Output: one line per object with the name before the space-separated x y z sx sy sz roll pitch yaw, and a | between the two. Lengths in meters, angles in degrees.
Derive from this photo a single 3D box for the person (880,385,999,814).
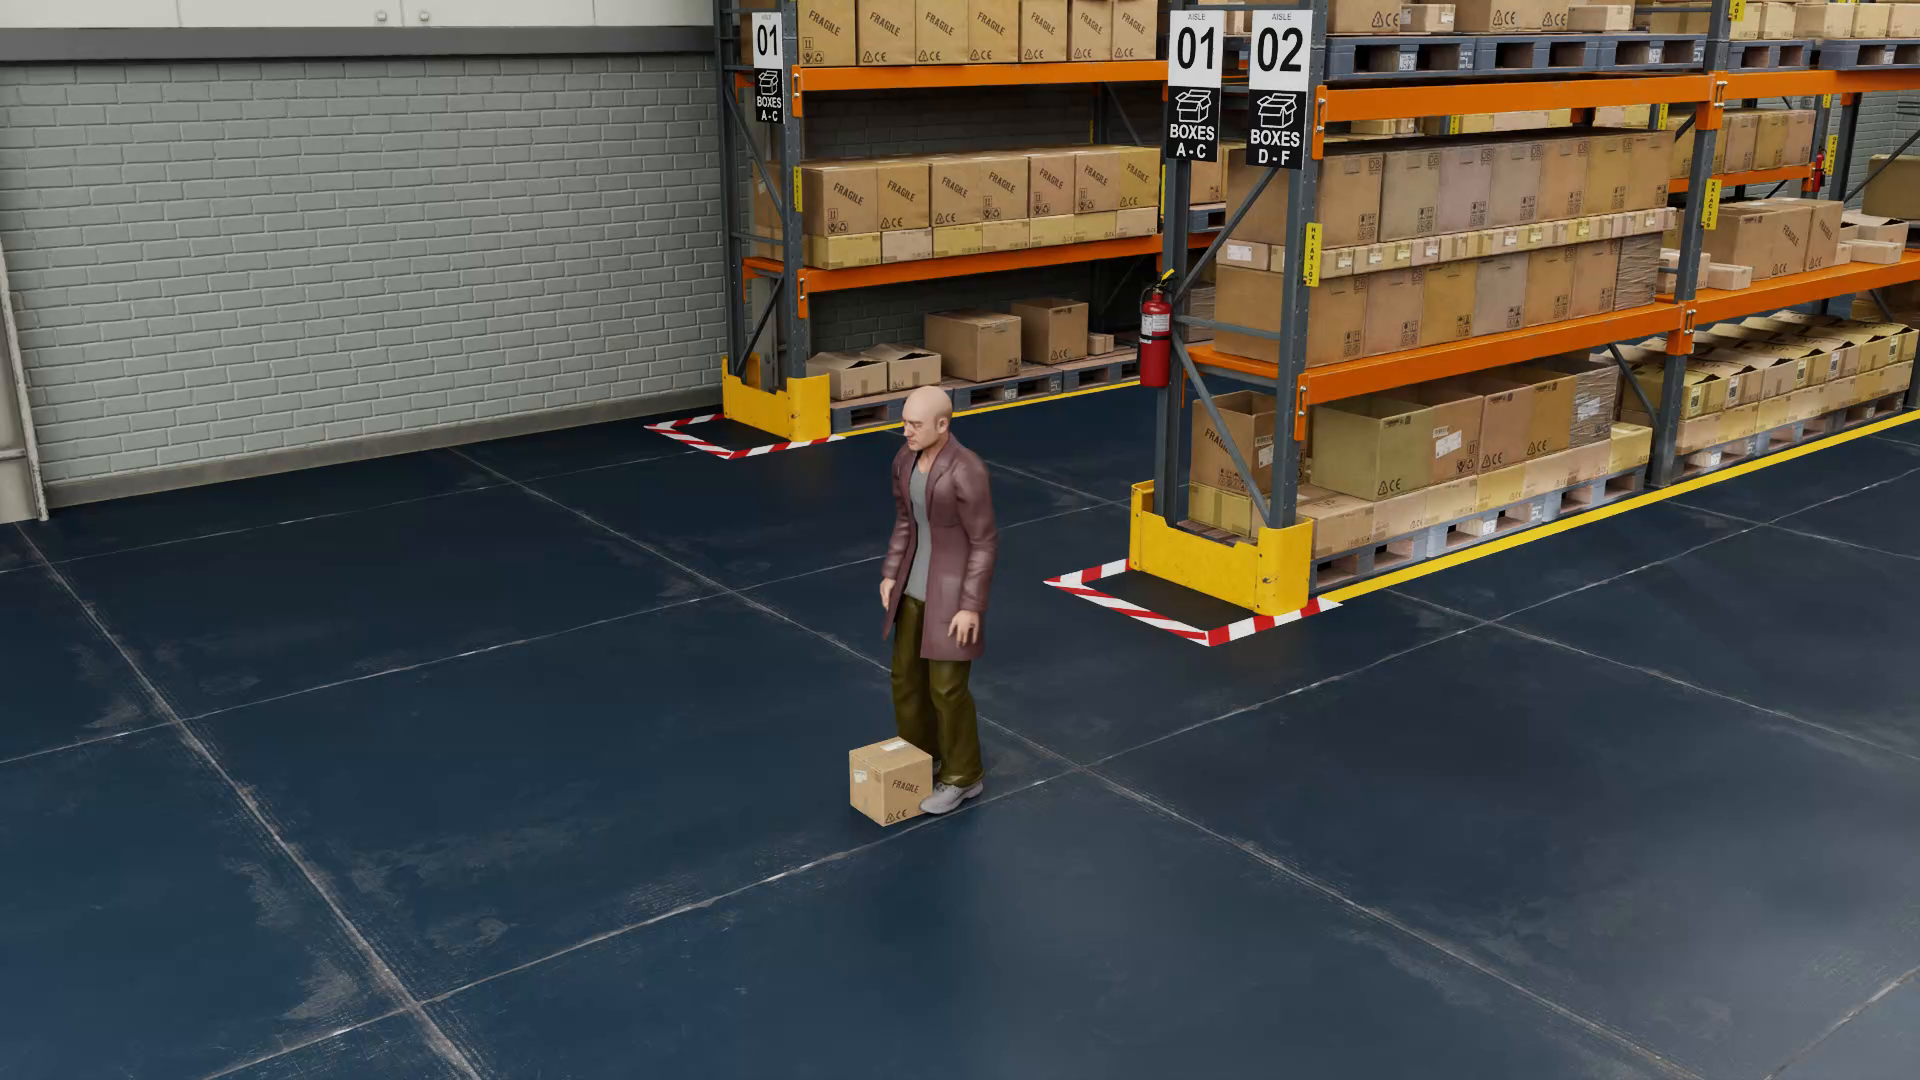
person | -0.100 0.228 6.848 0.421 1.774 0.642 -13 22 -36
